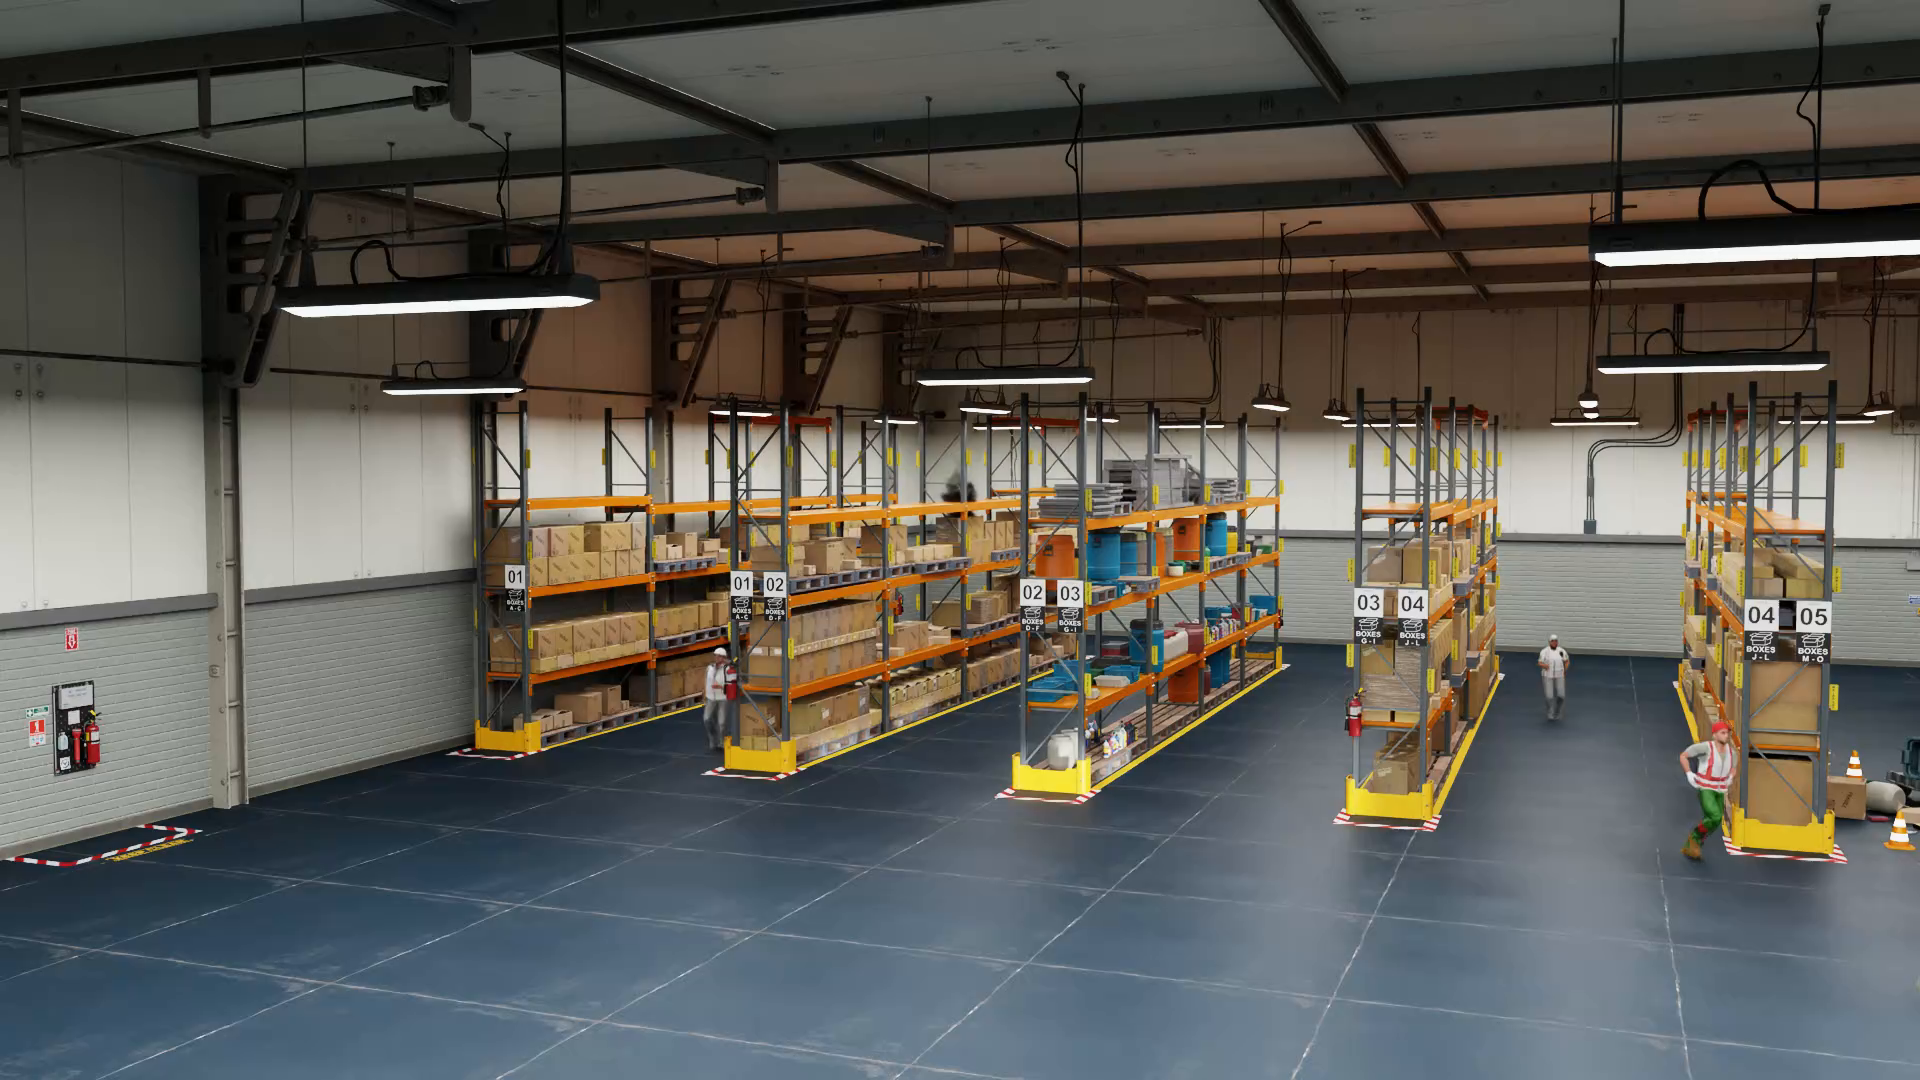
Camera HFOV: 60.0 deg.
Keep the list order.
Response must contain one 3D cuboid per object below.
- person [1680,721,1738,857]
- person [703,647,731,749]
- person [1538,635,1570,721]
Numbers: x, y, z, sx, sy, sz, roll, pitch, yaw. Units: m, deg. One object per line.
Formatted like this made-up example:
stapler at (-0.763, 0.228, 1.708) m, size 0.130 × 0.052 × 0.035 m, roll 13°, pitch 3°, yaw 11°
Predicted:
person at (9.370, 3.082, 20.711) m, size 0.660 × 1.665 × 0.624 m, roll -1°, pitch 3°, yaw -17°
person at (-4.170, 2.725, 28.570) m, size 0.644 × 1.751 × 0.642 m, roll 1°, pitch 3°, yaw 12°
person at (11.341, 2.638, 31.732) m, size 0.589 × 1.647 × 0.577 m, roll 1°, pitch 3°, yaw 15°
